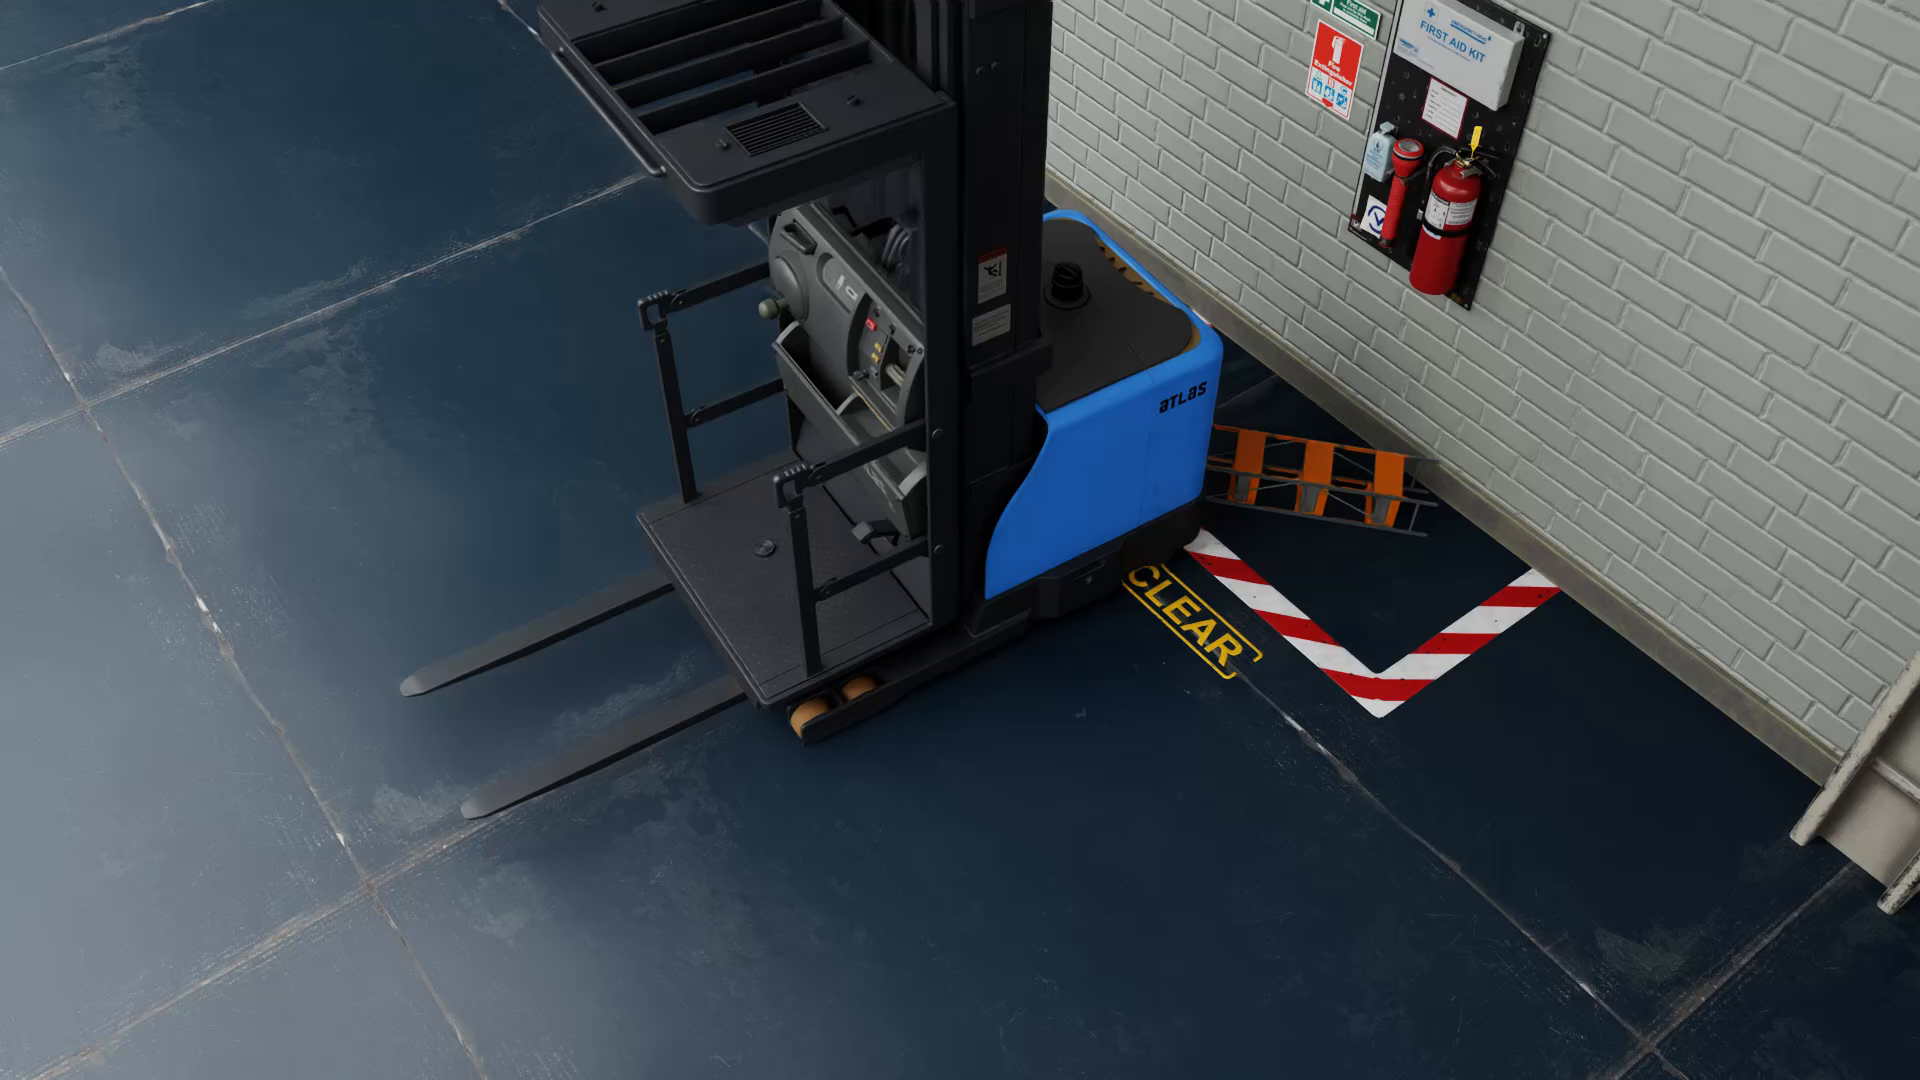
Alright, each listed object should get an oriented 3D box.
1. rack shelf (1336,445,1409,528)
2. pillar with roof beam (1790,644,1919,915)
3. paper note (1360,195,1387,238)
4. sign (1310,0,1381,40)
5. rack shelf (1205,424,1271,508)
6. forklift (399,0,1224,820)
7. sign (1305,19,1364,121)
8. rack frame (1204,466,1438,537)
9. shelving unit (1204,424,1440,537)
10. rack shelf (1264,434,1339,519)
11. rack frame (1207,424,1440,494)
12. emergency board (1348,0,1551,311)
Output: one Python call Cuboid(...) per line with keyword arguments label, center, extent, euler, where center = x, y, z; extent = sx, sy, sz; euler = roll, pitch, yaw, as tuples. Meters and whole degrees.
Cuboid(label="rack shelf", center=(1.676, -0.210, 6.788), extent=(0.259, 0.215, 0.240), euler=(10, 49, 7))
Cuboid(label="pillar with roof beam", center=(-0.288, -0.010, 0.684), extent=(9.100, 9.000, 0.400), euler=(-29, 54, -24))
Cuboid(label="paper note", center=(1.620, -1.240, 6.443), extent=(0.016, 0.148, 0.142), euler=(-29, 54, -24))
Cuboid(label="sign", center=(1.415, -1.956, 6.116), extent=(0.001, 0.109, 0.331), euler=(-29, 54, -24))
Cuboid(label="rack shelf", center=(1.127, -0.304, 6.861), extent=(0.259, 0.215, 0.240), euler=(10, 49, 7))
Cuboid(label="forklift", center=(-0.557, -0.697, 5.402), extent=(3.031, 2.935, 1.130), euler=(-25, 52, -21))
Cuboid(label="sign", center=(1.419, -1.785, 6.318), extent=(0.001, 0.329, 0.234), euler=(-29, 54, -24))
Cuboid(label="rack frame", center=(1.383, -0.167, 6.745), extent=(1.050, 0.200, 0.008), euler=(10, 49, 7))
Cuboid(label="shelving unit", center=(1.409, -0.256, 6.823), extent=(1.050, 0.215, 0.252), euler=(10, 49, 7))
Cuboid(label="rack shelf", center=(1.399, -0.258, 6.825), extent=(0.259, 0.215, 0.240), euler=(10, 49, 7))
Cuboid(label="rack frame", center=(1.435, -0.346, 6.902), extent=(1.050, 0.200, 0.008), euler=(10, 49, 7))
Cuboid(label="emergency board", center=(1.672, -1.401, 5.994), extent=(0.194, 1.169, 0.643), euler=(-29, 54, -24))
